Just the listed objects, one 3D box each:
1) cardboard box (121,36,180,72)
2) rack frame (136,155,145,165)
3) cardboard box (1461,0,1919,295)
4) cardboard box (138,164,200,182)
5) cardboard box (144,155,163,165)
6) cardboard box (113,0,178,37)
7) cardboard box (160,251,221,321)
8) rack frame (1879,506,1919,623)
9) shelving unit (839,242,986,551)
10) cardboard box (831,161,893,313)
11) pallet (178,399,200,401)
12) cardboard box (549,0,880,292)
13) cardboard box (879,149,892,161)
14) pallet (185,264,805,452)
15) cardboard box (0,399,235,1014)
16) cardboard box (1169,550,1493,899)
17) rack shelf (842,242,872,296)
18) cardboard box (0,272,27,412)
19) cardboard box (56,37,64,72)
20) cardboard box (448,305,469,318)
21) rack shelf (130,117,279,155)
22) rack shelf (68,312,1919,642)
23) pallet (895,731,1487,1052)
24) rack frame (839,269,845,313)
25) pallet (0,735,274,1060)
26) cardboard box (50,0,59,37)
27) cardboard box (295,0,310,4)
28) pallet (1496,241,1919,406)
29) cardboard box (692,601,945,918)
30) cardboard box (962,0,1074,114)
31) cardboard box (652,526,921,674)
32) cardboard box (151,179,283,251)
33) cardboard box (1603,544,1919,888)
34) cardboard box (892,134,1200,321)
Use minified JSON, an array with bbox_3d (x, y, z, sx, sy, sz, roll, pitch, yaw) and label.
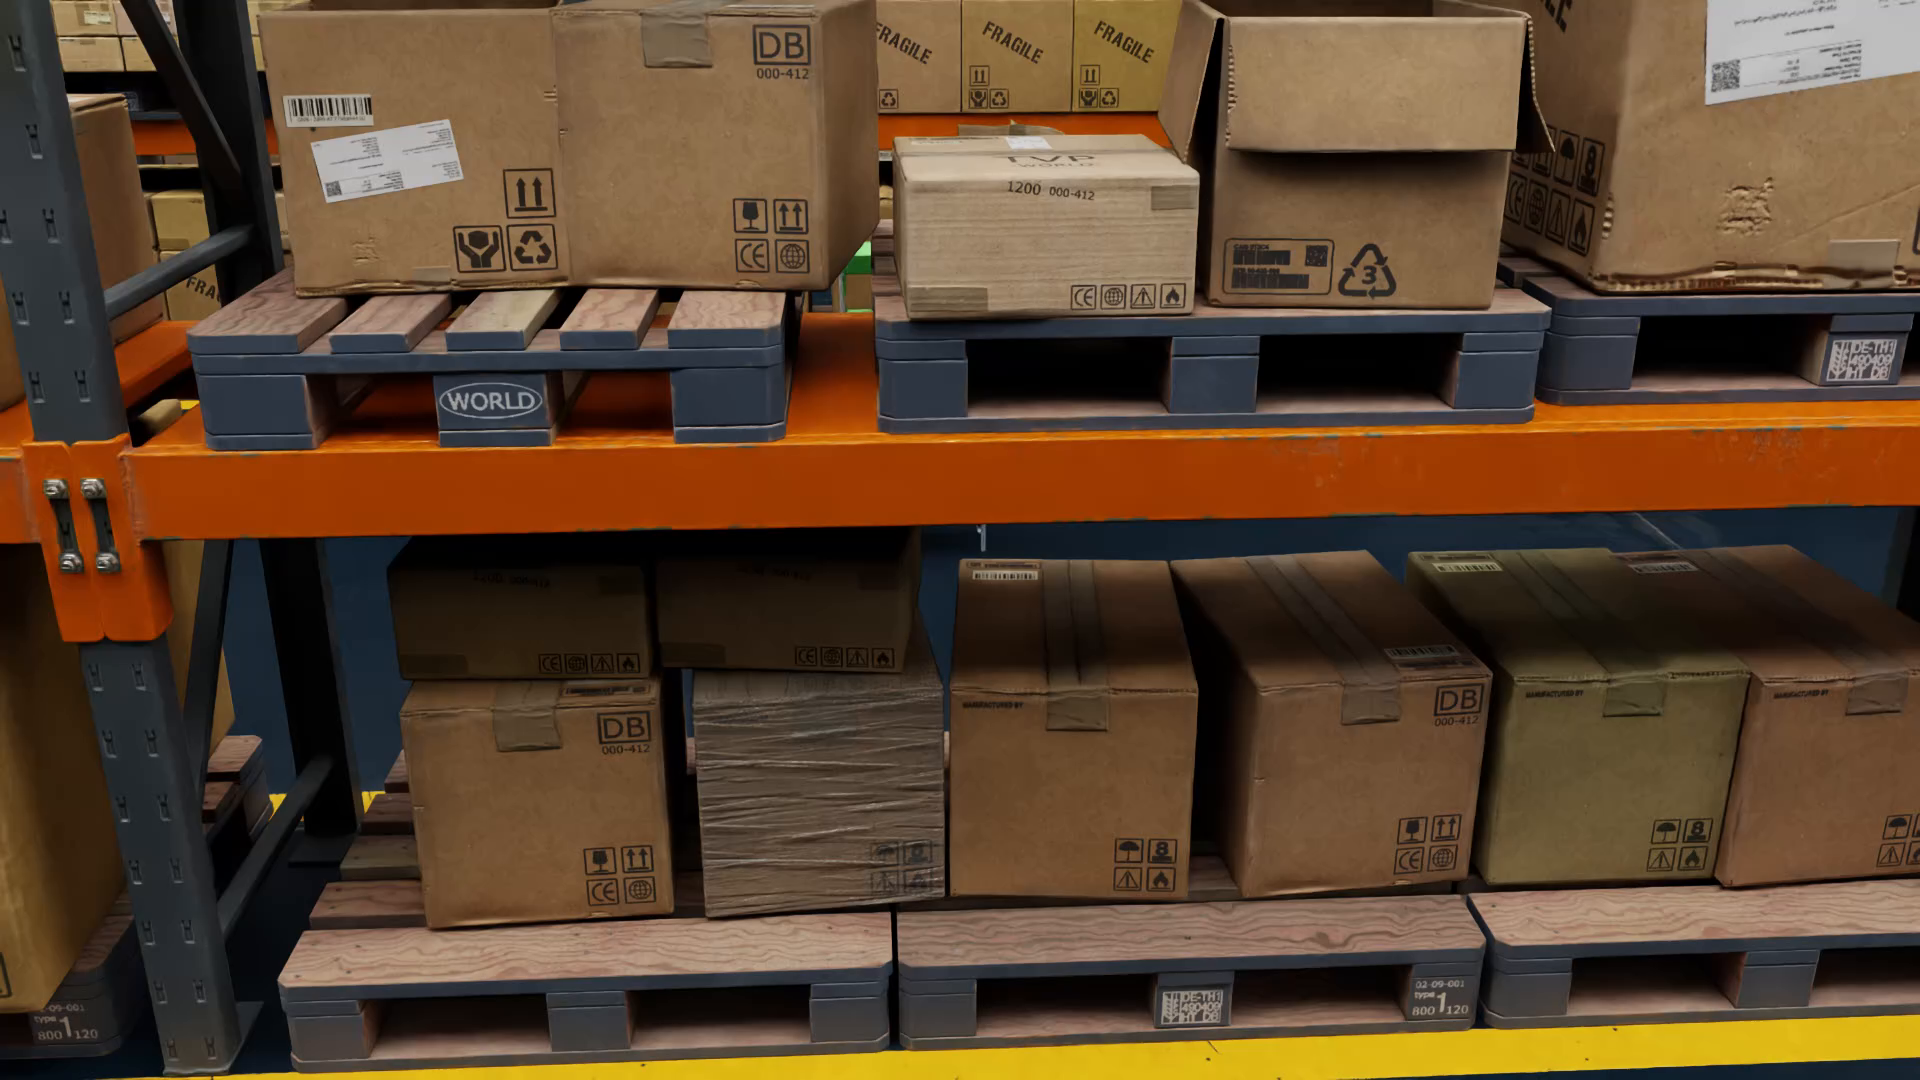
[{"bbox_3d":[-3.478,-2.155,7.329,0.250,0.149,0.380,-1,21,-1],"label":"cardboard box"},{"bbox_3d":[-6.108,-3.949,12.277,0.127,3.000,1.000,-1,21,-3],"label":"rack frame"},{"bbox_3d":[1.644,-1.101,3.364,1.000,1.000,1.000,-1,21,-3],"label":"cardboard box"},{"bbox_3d":[-3.954,-1.697,8.233,0.500,0.250,0.500,-2,21,-5],"label":"cardboard box"},{"bbox_3d":[-6.741,-2.973,12.725,0.875,0.438,0.875,-1,21,-4],"label":"cardboard box"},{"bbox_3d":[-3.486,-2.293,7.272,0.250,0.149,0.380,-1,21,-2],"label":"cardboard box"},{"bbox_3d":[-3.418,-1.170,7.901,0.500,0.500,0.500,-2,21,-5],"label":"cardboard box"},{"bbox_3d":[2.445,-0.591,3.458,0.127,3.000,1.000,-1,21,-3],"label":"rack frame"},{"bbox_3d":[-0.165,-0.557,5.899,0.503,1.200,0.258,-1,21,-3],"label":"shelving unit"},{"bbox_3d":[-0.245,-1.418,8.201,0.750,0.750,1.050,-1,21,-2],"label":"cardboard box"},{"bbox_3d":[-3.726,-0.932,8.271,1.213,0.211,1.003,-1,21,-3],"label":"pallet"},{"bbox_3d":[-0.460,-0.825,3.341,0.500,0.500,0.700,2,21,5],"label":"cardboard box"},{"bbox_3d":[-0.813,-3.024,12.951,0.625,0.372,0.950,-2,21,-4],"label":"cardboard box"},{"bbox_3d":[-0.843,-0.472,3.416,1.003,0.211,1.213,-1,21,-3],"label":"pallet"},{"bbox_3d":[-2.239,0.294,3.530,0.875,0.875,1.225,-2,21,-6],"label":"cardboard box"},{"bbox_3d":[0.795,0.391,3.773,0.500,0.500,0.700,-3,21,-8],"label":"cardboard box"},{"bbox_3d":[-0.165,-0.946,5.751,0.480,0.148,0.258,-1,21,-3],"label":"rack shelf"},{"bbox_3d":[-2.027,-0.458,2.969,0.500,0.500,0.500,-1,21,-1],"label":"cardboard box"},{"bbox_3d":[-4.001,-2.144,7.301,0.250,0.149,0.380,-2,21,-4],"label":"cardboard box"},{"bbox_3d":[-2.373,-1.196,7.968,0.500,0.500,0.500,-1,21,-3],"label":"cardboard box"},{"bbox_3d":[-3.727,-1.897,7.899,4.000,0.370,1.077,-1,21,-3],"label":"rack shelf"},{"bbox_3d":[0.448,-0.214,3.479,4.000,0.370,1.077,-1,21,-3],"label":"rack shelf"},{"bbox_3d":[0.447,0.754,3.843,1.213,0.211,1.003,-1,21,-3],"label":"pallet"},{"bbox_3d":[-0.409,-0.552,5.886,0.015,1.200,0.240,-1,21,-3],"label":"rack frame"},{"bbox_3d":[-2.340,0.783,3.769,1.213,0.211,1.003,-1,21,-3],"label":"pallet"},{"bbox_3d":[-3.995,-2.283,7.248,0.250,0.149,0.380,-2,21,-4],"label":"cardboard box"},{"bbox_3d":[-2.727,-2.308,7.311,0.250,0.149,0.380,-1,21,-2],"label":"cardboard box"},{"bbox_3d":[1.674,-0.538,3.587,1.213,0.211,1.003,-1,21,-3],"label":"pallet"},{"bbox_3d":[-0.328,0.416,3.707,0.500,0.500,0.700,-3,21,-8],"label":"cardboard box"},{"bbox_3d":[0.241,-2.264,7.712,0.500,0.500,0.500,-1,21,-4],"label":"cardboard box"},{"bbox_3d":[-0.352,0.064,3.579,0.500,0.250,0.500,1,21,3],"label":"cardboard box"},{"bbox_3d":[-3.410,-1.526,7.783,0.500,0.250,0.500,-1,21,-2],"label":"cardboard box"},{"bbox_3d":[1.831,0.376,3.811,0.500,0.500,0.700,-3,21,-7],"label":"cardboard box"},{"bbox_3d":[0.138,-0.588,3.071,0.500,0.250,0.500,-2,21,-5],"label":"cardboard box"}]
